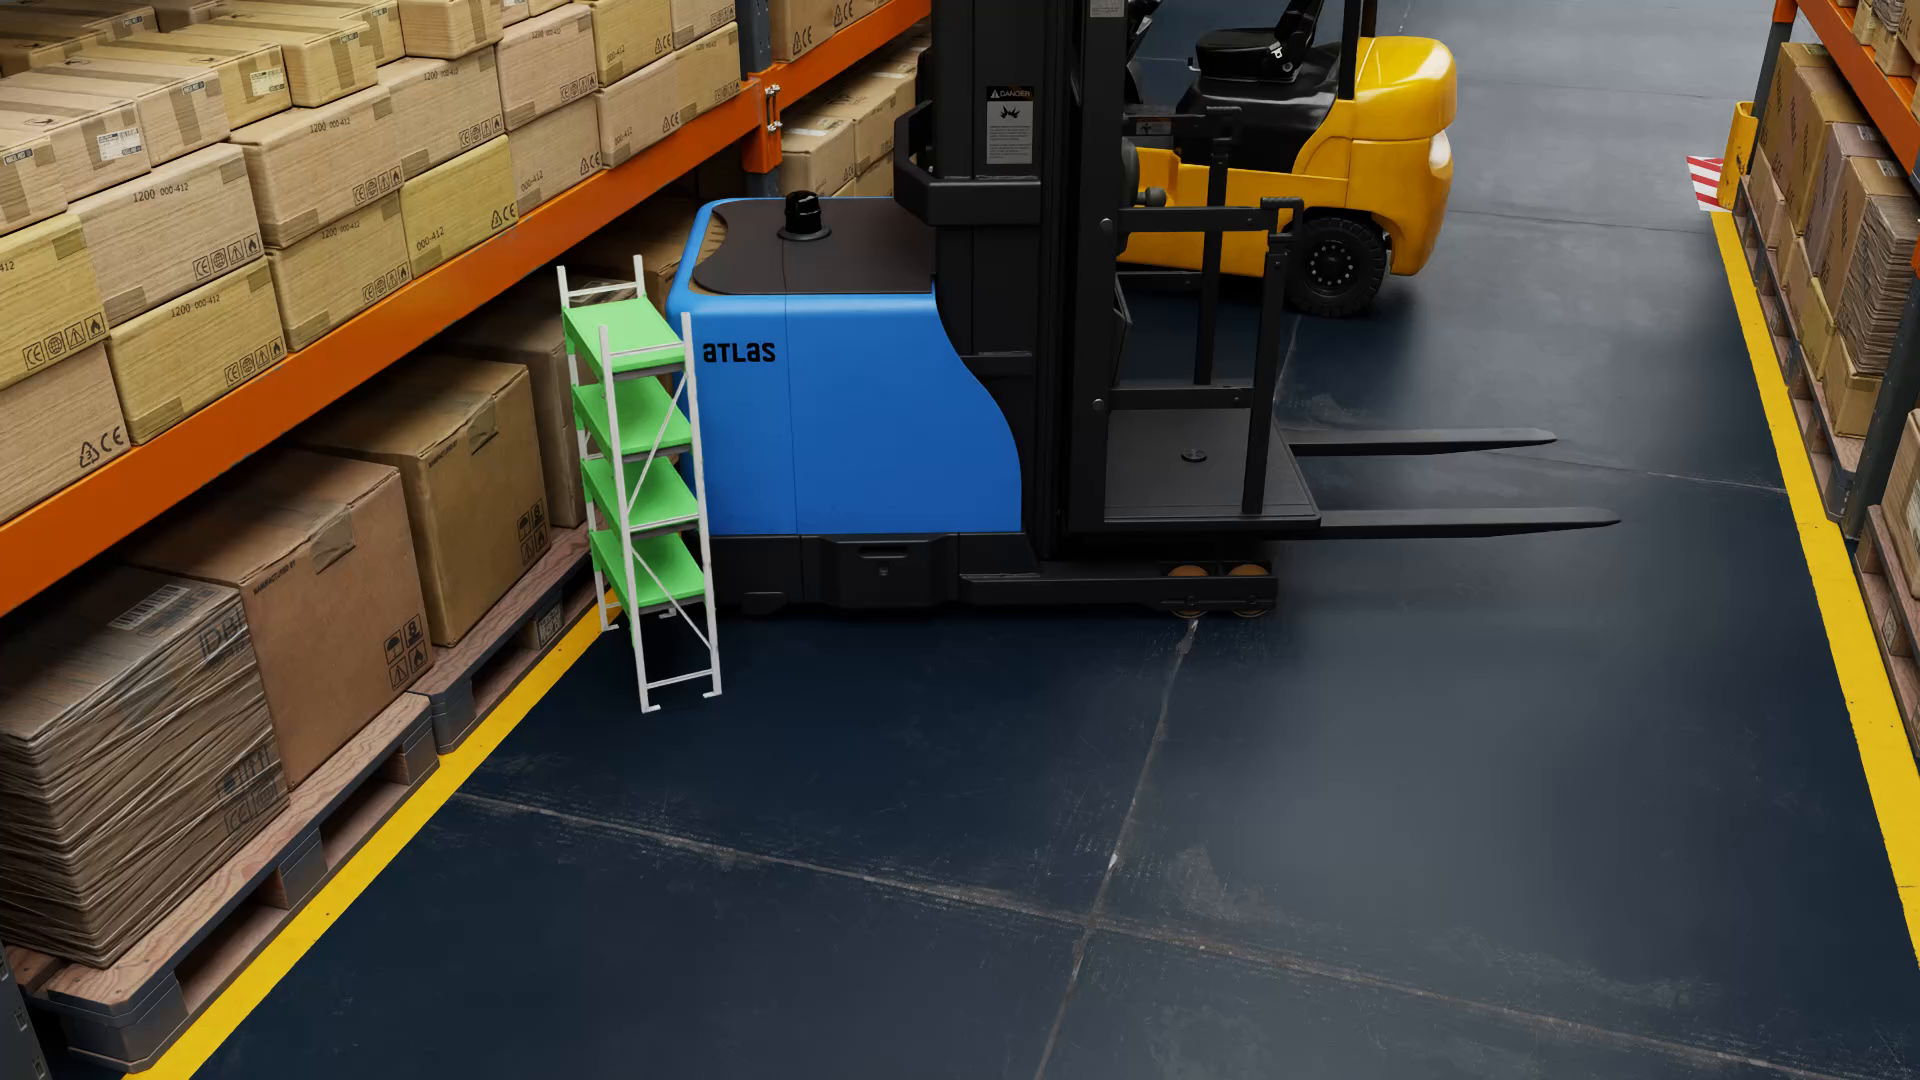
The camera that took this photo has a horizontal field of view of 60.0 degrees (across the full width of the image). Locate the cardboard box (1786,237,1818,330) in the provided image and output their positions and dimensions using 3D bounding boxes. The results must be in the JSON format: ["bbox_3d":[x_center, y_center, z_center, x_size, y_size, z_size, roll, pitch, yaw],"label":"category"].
[{"bbox_3d":[3.767,-1.041,6.933,0.500,0.250,0.500,9,30,16],"label":"cardboard box"}]

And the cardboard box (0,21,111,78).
[{"bbox_3d":[-2.207,-1.100,3.872,0.380,0.149,0.250,8,30,15],"label":"cardboard box"}]

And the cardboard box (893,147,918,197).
[{"bbox_3d":[-0.454,-1.816,7.811,0.500,0.250,0.500,8,30,14],"label":"cardboard box"}]

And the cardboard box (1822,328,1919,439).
[{"bbox_3d":[3.467,-0.557,6.062,0.500,0.250,0.500,10,31,17],"label":"cardboard box"}]

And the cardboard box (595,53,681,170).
[{"bbox_3d":[-1.236,-1.397,5.330,0.500,0.250,0.500,8,30,15],"label":"cardboard box"}]

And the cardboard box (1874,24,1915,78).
[{"bbox_3d":[3.648,-1.818,6.190,0.380,0.149,0.250,8,30,14],"label":"cardboard box"}]

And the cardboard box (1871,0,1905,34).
[{"bbox_3d":[3.735,-2.160,6.138,0.500,0.500,0.500,9,30,16],"label":"cardboard box"}]

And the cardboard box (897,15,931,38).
[{"bbox_3d":[-0.142,-2.514,8.551,0.500,0.250,0.500,9,30,16],"label":"cardboard box"}]

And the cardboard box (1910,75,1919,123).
[{"bbox_3d":[3.420,-1.462,5.551,0.380,0.149,0.250,9,30,16],"label":"cardboard box"}]

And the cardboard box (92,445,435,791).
[{"bbox_3d":[-1.990,0.152,4.402,0.875,0.625,0.625,9,30,17],"label":"cardboard box"}]

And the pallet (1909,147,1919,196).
[{"bbox_3d":[3.187,-0.844,4.378,1.003,0.211,1.213,8,30,15],"label":"pallet"}]

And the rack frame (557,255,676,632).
[{"bbox_3d":[-1.019,-0.263,4.988,0.240,1.200,0.015,-12,31,-21],"label":"rack frame"}]

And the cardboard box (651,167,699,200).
[{"bbox_3d":[-1.237,-1.644,6.987,0.500,0.250,0.500,9,30,16],"label":"cardboard box"}]

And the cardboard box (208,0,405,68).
[{"bbox_3d":[-1.642,-1.279,4.193,0.380,0.149,0.250,8,30,15],"label":"cardboard box"}]

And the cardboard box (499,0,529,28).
[{"bbox_3d":[-1.431,-1.507,4.604,0.380,0.149,0.250,9,30,15],"label":"cardboard box"}]

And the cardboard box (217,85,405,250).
[{"bbox_3d":[-1.687,-0.907,3.935,0.500,0.250,0.500,8,30,14],"label":"cardboard box"}]

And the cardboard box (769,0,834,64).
[{"bbox_3d":[-0.816,-2.181,6.482,0.500,0.500,0.500,8,30,13],"label":"cardboard box"}]

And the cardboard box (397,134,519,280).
[{"bbox_3d":[-1.556,-0.930,4.490,0.500,0.250,0.500,9,30,16],"label":"cardboard box"}]

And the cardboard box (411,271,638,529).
[{"bbox_3d":[-1.574,-0.511,5.593,0.875,0.625,0.625,8,30,14],"label":"cardboard box"}]

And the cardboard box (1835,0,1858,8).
[{"bbox_3d":[4.048,-2.415,7.264,0.380,0.149,0.250,9,30,16],"label":"cardboard box"}]

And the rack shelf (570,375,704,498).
[{"bbox_3d":[-0.918,-0.308,4.708,0.258,0.148,0.480,-12,31,-21],"label":"rack shelf"}]

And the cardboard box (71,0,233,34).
[{"bbox_3d":[-2.036,-1.333,4.291,0.380,0.149,0.250,9,30,16],"label":"cardboard box"}]

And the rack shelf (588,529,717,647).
[{"bbox_3d":[-0.918,0.111,4.941,0.258,0.148,0.480,-12,31,-21],"label":"rack shelf"}]

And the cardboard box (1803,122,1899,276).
[{"bbox_3d":[3.763,-1.359,6.732,0.500,0.500,0.500,10,31,18],"label":"cardboard box"}]

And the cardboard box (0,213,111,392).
[{"bbox_3d":[-1.983,-0.430,3.078,0.500,0.250,0.500,8,30,15],"label":"cardboard box"}]

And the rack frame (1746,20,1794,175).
[{"bbox_3d":[4.724,-3.121,8.274,1.000,3.000,0.127,8,30,15],"label":"rack frame"}]

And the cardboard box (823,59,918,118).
[{"bbox_3d":[-0.459,-2.036,7.693,0.500,0.250,0.500,10,30,17],"label":"cardboard box"}]

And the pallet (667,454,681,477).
[{"bbox_3d":[-1.375,-0.402,6.255,1.003,0.211,1.213,8,30,15],"label":"pallet"}]

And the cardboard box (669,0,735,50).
[{"bbox_3d":[-1.096,-1.857,5.642,0.500,0.250,0.500,8,30,14],"label":"cardboard box"}]

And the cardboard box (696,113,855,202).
[{"bbox_3d":[-0.754,-1.567,6.850,0.500,0.250,0.500,8,30,14],"label":"cardboard box"}]

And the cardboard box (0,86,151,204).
[{"bbox_3d":[-1.867,-0.790,3.315,0.380,0.149,0.250,9,30,16],"label":"cardboard box"}]

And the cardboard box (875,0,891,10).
[{"bbox_3d":[-0.532,-2.661,7.345,0.500,0.500,0.500,8,30,14],"label":"cardboard box"}]

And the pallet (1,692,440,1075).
[{"bbox_3d":[-2.091,0.732,4.217,1.003,0.211,1.213,8,30,15],"label":"pallet"}]

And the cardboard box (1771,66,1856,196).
[{"bbox_3d":[4.067,-1.840,7.598,0.500,0.500,0.500,7,30,13],"label":"cardboard box"}]

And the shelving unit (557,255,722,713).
[{"bbox_3d":[-0.918,-0.154,4.793,0.258,1.200,0.503,-12,31,-21],"label":"shelving unit"}]

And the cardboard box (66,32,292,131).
[{"bbox_3d":[-1.757,-1.034,3.754,0.380,0.149,0.250,9,30,15],"label":"cardboard box"}]

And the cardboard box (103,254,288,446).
[{"bbox_3d":[-1.854,-0.448,3.625,0.500,0.250,0.500,8,30,14],"label":"cardboard box"}]

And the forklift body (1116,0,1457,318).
[{"bbox_3d":[1.165,-2.315,7.699,2.313,2.155,1.214,8,30,15],"label":"forklift body"}]

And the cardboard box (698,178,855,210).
[{"bbox_3d":[-0.759,-1.350,6.973,0.500,0.250,0.500,8,30,15],"label":"cardboard box"}]

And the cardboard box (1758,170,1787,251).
[{"bbox_3d":[4.066,-1.531,7.813,0.500,0.250,0.500,10,30,17],"label":"cardboard box"}]

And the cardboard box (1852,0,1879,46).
[{"bbox_3d":[3.793,-2.057,6.620,0.380,0.149,0.250,9,30,15],"label":"cardboard box"}]

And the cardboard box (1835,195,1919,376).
[{"bbox_3d":[3.467,-0.885,5.880,0.500,0.500,0.500,8,30,14],"label":"cardboard box"}]

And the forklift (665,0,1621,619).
[{"bbox_3d":[0.627,-1.289,5.053,3.031,2.935,1.130,-1,29,-1],"label":"forklift"}]

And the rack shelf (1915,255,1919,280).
[{"bbox_3d":[2.963,-0.018,3.437,1.077,0.370,4.000,8,30,15],"label":"rack shelf"}]

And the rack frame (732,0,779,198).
[{"bbox_3d":[-1.196,-1.968,6.203,1.000,3.000,0.127,8,30,15],"label":"rack frame"}]

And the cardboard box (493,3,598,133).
[{"bbox_3d":[-1.396,-1.380,4.785,0.500,0.250,0.500,9,30,16],"label":"cardboard box"}]

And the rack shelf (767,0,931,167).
[{"bbox_3d":[-0.609,-2.584,8.049,1.077,0.370,4.000,8,30,15],"label":"rack shelf"}]

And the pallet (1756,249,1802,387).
[{"bbox_3d":[4.070,-0.929,7.203,1.003,0.211,1.213,8,30,15],"label":"pallet"}]
